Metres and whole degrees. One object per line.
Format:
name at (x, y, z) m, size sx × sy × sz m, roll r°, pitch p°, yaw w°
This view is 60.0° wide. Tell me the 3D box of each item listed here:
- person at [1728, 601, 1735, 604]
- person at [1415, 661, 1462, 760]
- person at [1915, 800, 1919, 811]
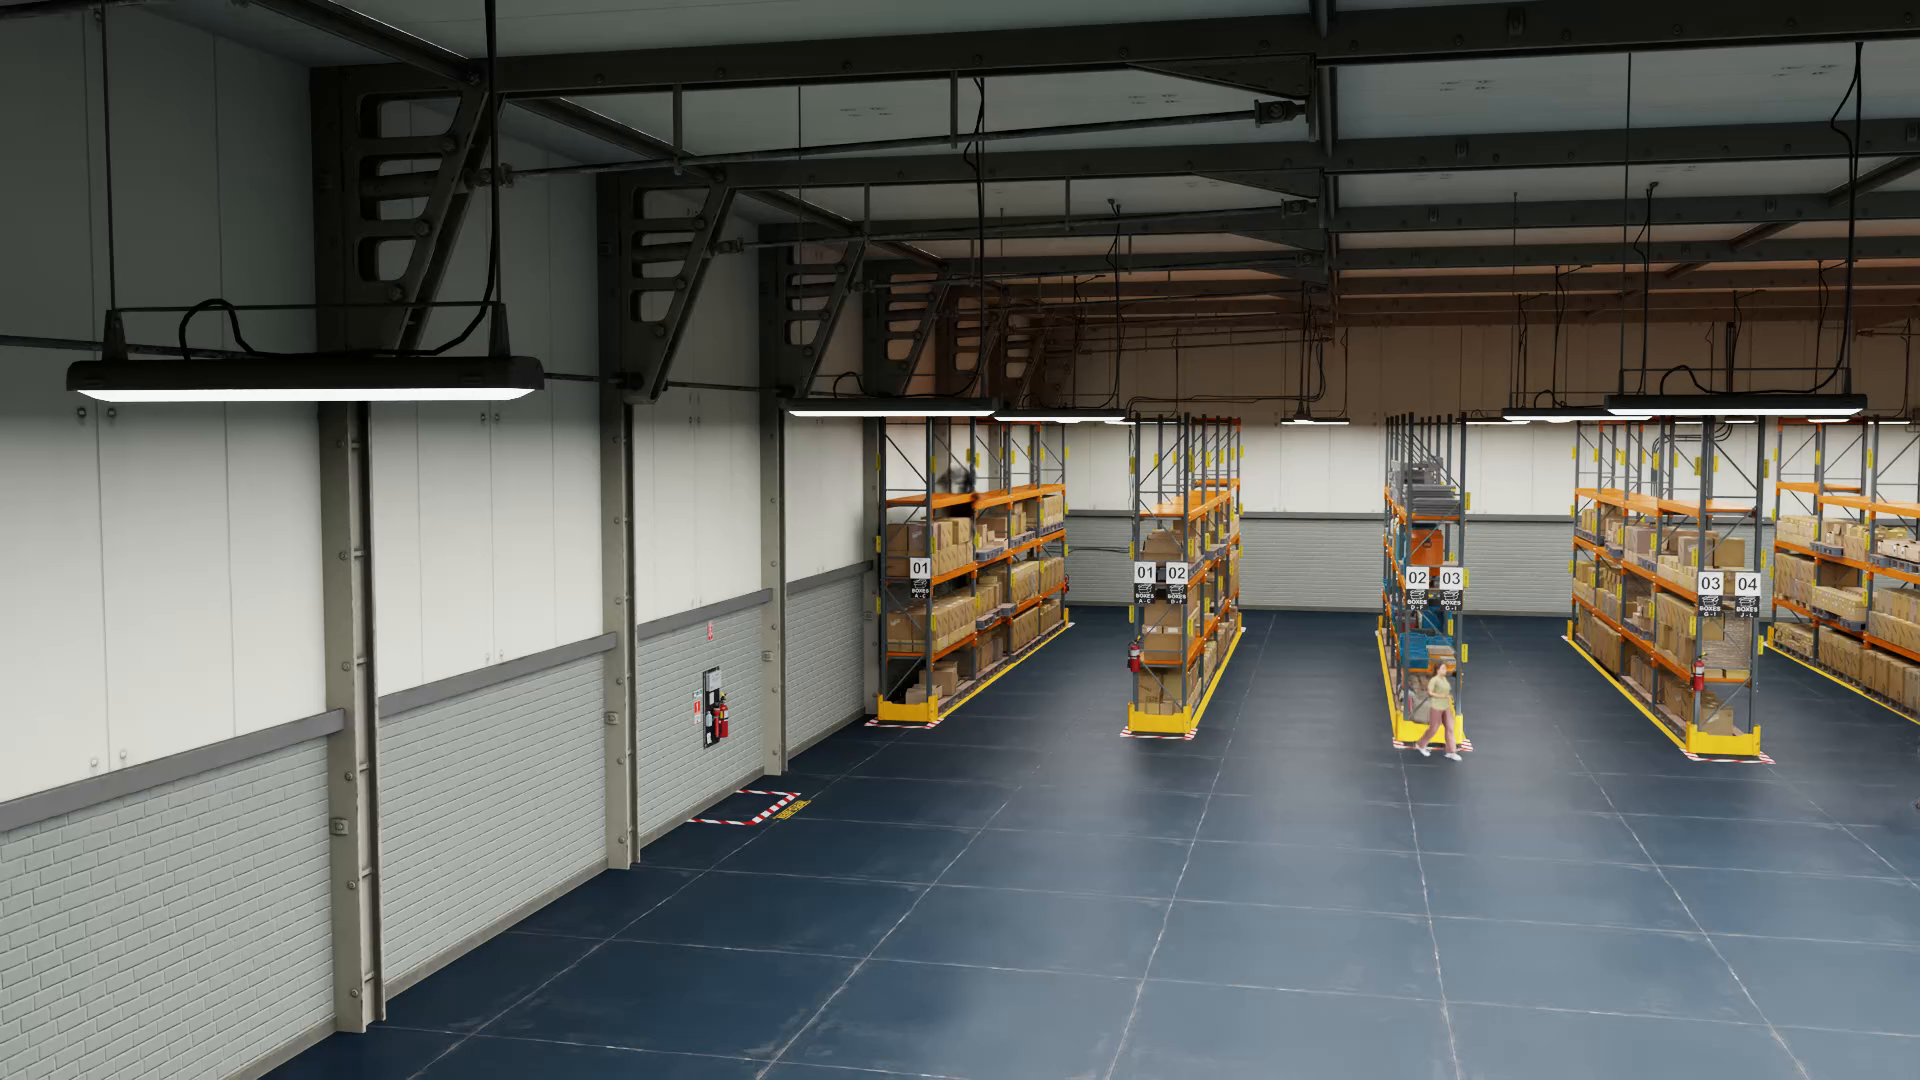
person at (20.279, 1.887, 44.383) m, size 0.867 × 1.666 × 0.591 m, roll 4°, pitch 5°, yaw 44°
person at (8.262, 2.918, 28.638) m, size 0.588 × 1.662 × 0.879 m, roll -3°, pitch 5°, yaw -38°
person at (13.894, 3.293, 23.500) m, size 0.681 × 1.689 × 0.733 m, roll -4°, pitch 5°, yaw -43°
